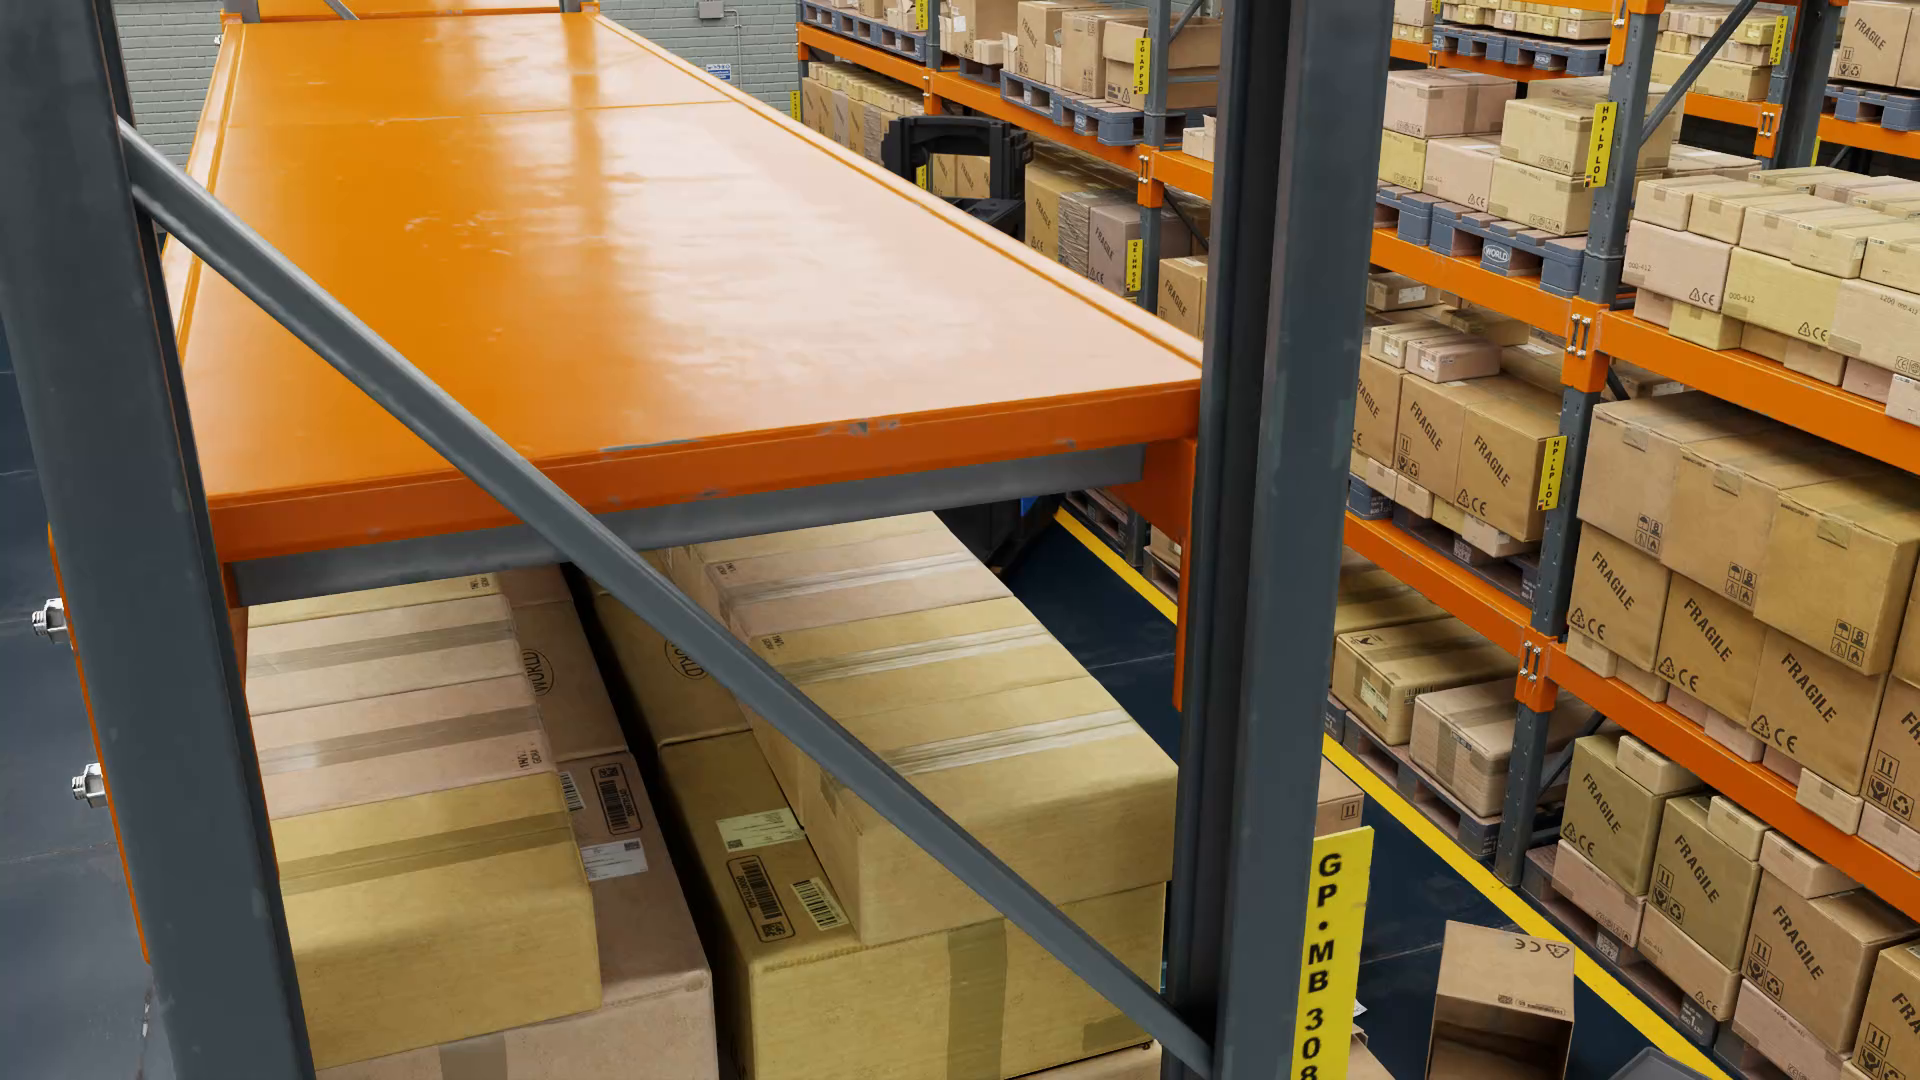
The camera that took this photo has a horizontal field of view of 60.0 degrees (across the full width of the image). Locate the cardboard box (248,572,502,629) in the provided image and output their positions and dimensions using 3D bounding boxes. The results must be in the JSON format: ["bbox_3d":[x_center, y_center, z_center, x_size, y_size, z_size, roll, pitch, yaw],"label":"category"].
[{"bbox_3d":[-0.855,0.116,2.379,0.380,0.149,0.250,-8,24,-18],"label":"cardboard box"}]

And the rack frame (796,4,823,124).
[{"bbox_3d":[-1.205,-4.186,17.821,1.000,3.000,0.127,-8,24,-19],"label":"rack frame"}]

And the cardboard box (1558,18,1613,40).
[{"bbox_3d":[5.151,-4.203,13.653,0.380,0.149,0.250,-8,24,-18],"label":"cardboard box"}]

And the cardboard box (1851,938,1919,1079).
[{"bbox_3d":[3.561,1.726,5.826,0.500,0.500,0.500,-9,24,-20],"label":"cardboard box"}]

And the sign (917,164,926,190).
[{"bbox_3d":[-0.311,-3.092,14.007,0.100,0.325,0.005,-8,24,-19],"label":"sign"}]

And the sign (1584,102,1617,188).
[{"bbox_3d":[2.516,-1.551,6.532,0.100,0.325,0.005,-8,24,-19],"label":"sign"}]

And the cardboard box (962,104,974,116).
[{"bbox_3d":[0.234,-3.780,14.605,0.380,0.149,0.250,-8,24,-18],"label":"cardboard box"}]

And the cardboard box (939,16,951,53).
[{"bbox_3d":[0.057,-4.017,13.189,0.396,0.266,0.258,-9,24,-19],"label":"cardboard box"}]

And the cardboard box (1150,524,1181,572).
[{"bbox_3d":[1.811,-0.056,10.863,0.950,0.372,0.625,-10,25,-23],"label":"cardboard box"}]

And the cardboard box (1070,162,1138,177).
[{"bbox_3d":[1.148,-2.552,12.527,0.500,0.500,0.500,-8,24,-18],"label":"cardboard box"}]

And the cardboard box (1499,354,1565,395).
[{"bbox_3d":[2.959,-0.595,8.246,0.500,0.500,0.500,-8,24,-19],"label":"cardboard box"}]

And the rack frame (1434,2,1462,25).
[{"bbox_3d":[4.850,-6.180,14.826,1.000,3.000,0.127,-8,24,-19],"label":"rack frame"}]

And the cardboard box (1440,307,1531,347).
[{"bbox_3d":[2.719,-1.102,8.615,0.380,0.149,0.250,-7,24,-16],"label":"cardboard box"}]

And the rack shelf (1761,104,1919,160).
[{"bbox_3d":[6.970,-2.286,10.376,1.077,0.370,4.000,-8,24,-19],"label":"rack shelf"}]

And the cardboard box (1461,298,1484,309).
[{"bbox_3d":[5.008,-2.058,15.449,0.500,0.500,0.500,-9,24,-20],"label":"cardboard box"}]

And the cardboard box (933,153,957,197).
[{"bbox_3d":[0.094,-3.041,13.686,0.500,0.500,0.500,-8,24,-18],"label":"cardboard box"}]

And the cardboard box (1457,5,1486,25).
[{"bbox_3d":[4.643,-4.660,14.735,0.380,0.149,0.250,-8,24,-18],"label":"cardboard box"}]

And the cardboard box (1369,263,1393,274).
[{"bbox_3d":[4.197,-2.982,17.641,0.700,0.500,0.500,-9,25,-21],"label":"cardboard box"}]

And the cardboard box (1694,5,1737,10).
[{"bbox_3d":[6.023,-4.137,13.138,0.380,0.149,0.250,-8,24,-19],"label":"cardboard box"}]

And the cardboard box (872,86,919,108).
[{"bbox_3d":[-0.591,-4.080,15.317,0.380,0.149,0.250,-9,24,-20],"label":"cardboard box"}]

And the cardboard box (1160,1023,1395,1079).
[{"bbox_3d":[1.120,2.085,5.979,0.797,0.637,0.503,-8,24,-19],"label":"cardboard box"}]

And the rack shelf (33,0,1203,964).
[{"bbox_3d":[-0.855,-0.632,3.105,1.077,0.370,4.000,-8,24,-19],"label":"rack shelf"}]

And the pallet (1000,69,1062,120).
[{"bbox_3d":[0.946,-3.207,11.879,1.003,0.211,1.213,-7,24,-17],"label":"pallet"}]

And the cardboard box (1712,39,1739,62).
[{"bbox_3d":[5.840,-3.652,12.369,0.380,0.149,0.250,-9,24,-20],"label":"cardboard box"}]

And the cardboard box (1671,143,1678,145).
[{"bbox_3d":[3.023,-1.784,7.912,0.500,0.250,0.500,-9,24,-20],"label":"cardboard box"}]

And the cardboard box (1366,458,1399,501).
[{"bbox_3d":[2.299,-0.332,8.459,0.380,0.149,0.250,-8,24,-19],"label":"cardboard box"}]

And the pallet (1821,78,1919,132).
[{"bbox_3d":[6.587,-3.023,11.441,1.213,0.211,1.003,-7,24,-17],"label":"pallet"}]

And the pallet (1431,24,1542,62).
[{"bbox_3d":[5.015,-4.465,14.860,1.213,0.211,1.003,-8,24,-19],"label":"pallet"}]

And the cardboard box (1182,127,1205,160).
[{"bbox_3d":[1.573,-2.408,10.063,0.380,0.149,0.250,-8,24,-19],"label":"cardboard box"}]

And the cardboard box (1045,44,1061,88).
[{"bbox_3d":[0.807,-3.246,11.359,0.396,0.266,0.258,-9,24,-20],"label":"cardboard box"}]

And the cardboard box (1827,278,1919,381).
[{"bbox_3d":[3.289,-0.709,5.518,0.500,0.250,0.500,-8,24,-19],"label":"cardboard box"}]

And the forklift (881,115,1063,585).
[{"bbox_3d":[-0.201,-1.121,10.637,1.130,2.935,3.031,8,24,17],"label":"forklift"}]

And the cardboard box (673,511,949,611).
[{"bbox_3d":[-0.235,0.028,2.586,0.380,0.149,0.250,-8,24,-18],"label":"cardboard box"}]

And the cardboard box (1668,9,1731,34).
[{"bbox_3d":[5.679,-3.978,12.761,0.380,0.149,0.250,-9,24,-20],"label":"cardboard box"}]

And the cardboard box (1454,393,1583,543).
[{"bbox_3d":[2.656,-0.339,7.641,0.500,0.500,0.500,-9,24,-20],"label":"cardboard box"}]

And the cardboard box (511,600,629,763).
[{"bbox_3d":[-0.758,0.332,2.379,0.500,0.250,0.500,-8,24,-19],"label":"cardboard box"}]

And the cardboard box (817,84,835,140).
[{"bbox_3d":[-1.113,-4.293,16.657,0.500,0.500,0.500,-9,24,-20],"label":"cardboard box"}]

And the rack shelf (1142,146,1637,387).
[{"bbox_3d":[2.328,-1.604,8.757,1.077,0.370,4.000,-8,24,-19],"label":"rack shelf"}]

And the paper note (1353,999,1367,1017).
[{"bbox_3d":[1.625,1.969,7.040,0.148,0.019,0.142,-8,24,-19],"label":"paper note"}]

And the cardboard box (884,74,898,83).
[{"bbox_3d":[-0.532,-4.516,16.352,0.380,0.149,0.250,-9,24,-19],"label":"cardboard box"}]

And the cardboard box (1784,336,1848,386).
[{"bbox_3d":[3.197,-0.672,5.943,0.380,0.149,0.250,-8,24,-17],"label":"cardboard box"}]

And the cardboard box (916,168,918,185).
[{"bbox_3d":[-0.217,-3.373,14.476,0.500,0.500,0.500,-9,24,-19],"label":"cardboard box"}]

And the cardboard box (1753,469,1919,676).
[{"bbox_3d":[3.299,0.094,5.865,0.700,0.500,0.500,-9,24,-20],"label":"cardboard box"}]

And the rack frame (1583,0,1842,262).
[{"bbox_3d":[3.034,-2.591,6.311,1.000,3.000,0.127,-8,24,-19],"label":"rack frame"}]

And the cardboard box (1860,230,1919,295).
[{"bbox_3d":[3.247,-0.931,5.531,0.380,0.149,0.250,-9,25,-21],"label":"cardboard box"}]

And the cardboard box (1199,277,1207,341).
[{"bbox_3d":[1.754,-1.273,9.855,0.500,0.500,0.500,-7,24,-16],"label":"cardboard box"}]

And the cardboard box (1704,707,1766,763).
[{"bbox_3d":[3.160,0.720,6.504,0.380,0.149,0.250,-8,24,-17],"label":"cardboard box"}]

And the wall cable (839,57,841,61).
[{"bbox_3d":[-1.896,-6.899,22.949,0.588,1.984,0.122,-8,24,-19],"label":"wall cable"}]

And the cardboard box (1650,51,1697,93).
[{"bbox_3d":[5.677,-3.611,12.786,0.500,0.250,0.500,-8,24,-19],"label":"cardboard box"}]

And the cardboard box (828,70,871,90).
[{"bbox_3d":[-1.085,-4.536,16.400,0.380,0.149,0.250,-9,25,-21],"label":"cardboard box"}]

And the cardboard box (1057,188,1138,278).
[{"bbox_3d":[1.005,-2.124,11.511,0.500,0.500,0.500,-8,24,-18],"label":"cardboard box"}]

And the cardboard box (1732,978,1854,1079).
[{"bbox_3d":[3.379,1.884,6.419,0.500,0.250,0.500,-9,24,-20],"label":"cardboard box"}]

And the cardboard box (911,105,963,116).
[{"bbox_3d":[-0.199,-3.607,14.195,0.380,0.149,0.250,-9,24,-20],"label":"cardboard box"}]

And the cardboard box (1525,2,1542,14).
[{"bbox_3d":[5.017,-4.530,14.045,0.380,0.149,0.250,-8,24,-18],"label":"cardboard box"}]

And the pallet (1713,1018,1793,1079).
[{"bbox_3d":[3.739,2.142,6.396,1.003,0.211,1.213,-8,24,-19],"label":"pallet"}]

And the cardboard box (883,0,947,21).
[{"bbox_3d":[-0.299,-4.888,14.821,0.797,0.503,0.637,-6,24,-15],"label":"cardboard box"}]

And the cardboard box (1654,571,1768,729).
[{"bbox_3d":[3.128,0.368,6.503,0.500,0.500,0.500,-8,24,-19],"label":"cardboard box"}]
